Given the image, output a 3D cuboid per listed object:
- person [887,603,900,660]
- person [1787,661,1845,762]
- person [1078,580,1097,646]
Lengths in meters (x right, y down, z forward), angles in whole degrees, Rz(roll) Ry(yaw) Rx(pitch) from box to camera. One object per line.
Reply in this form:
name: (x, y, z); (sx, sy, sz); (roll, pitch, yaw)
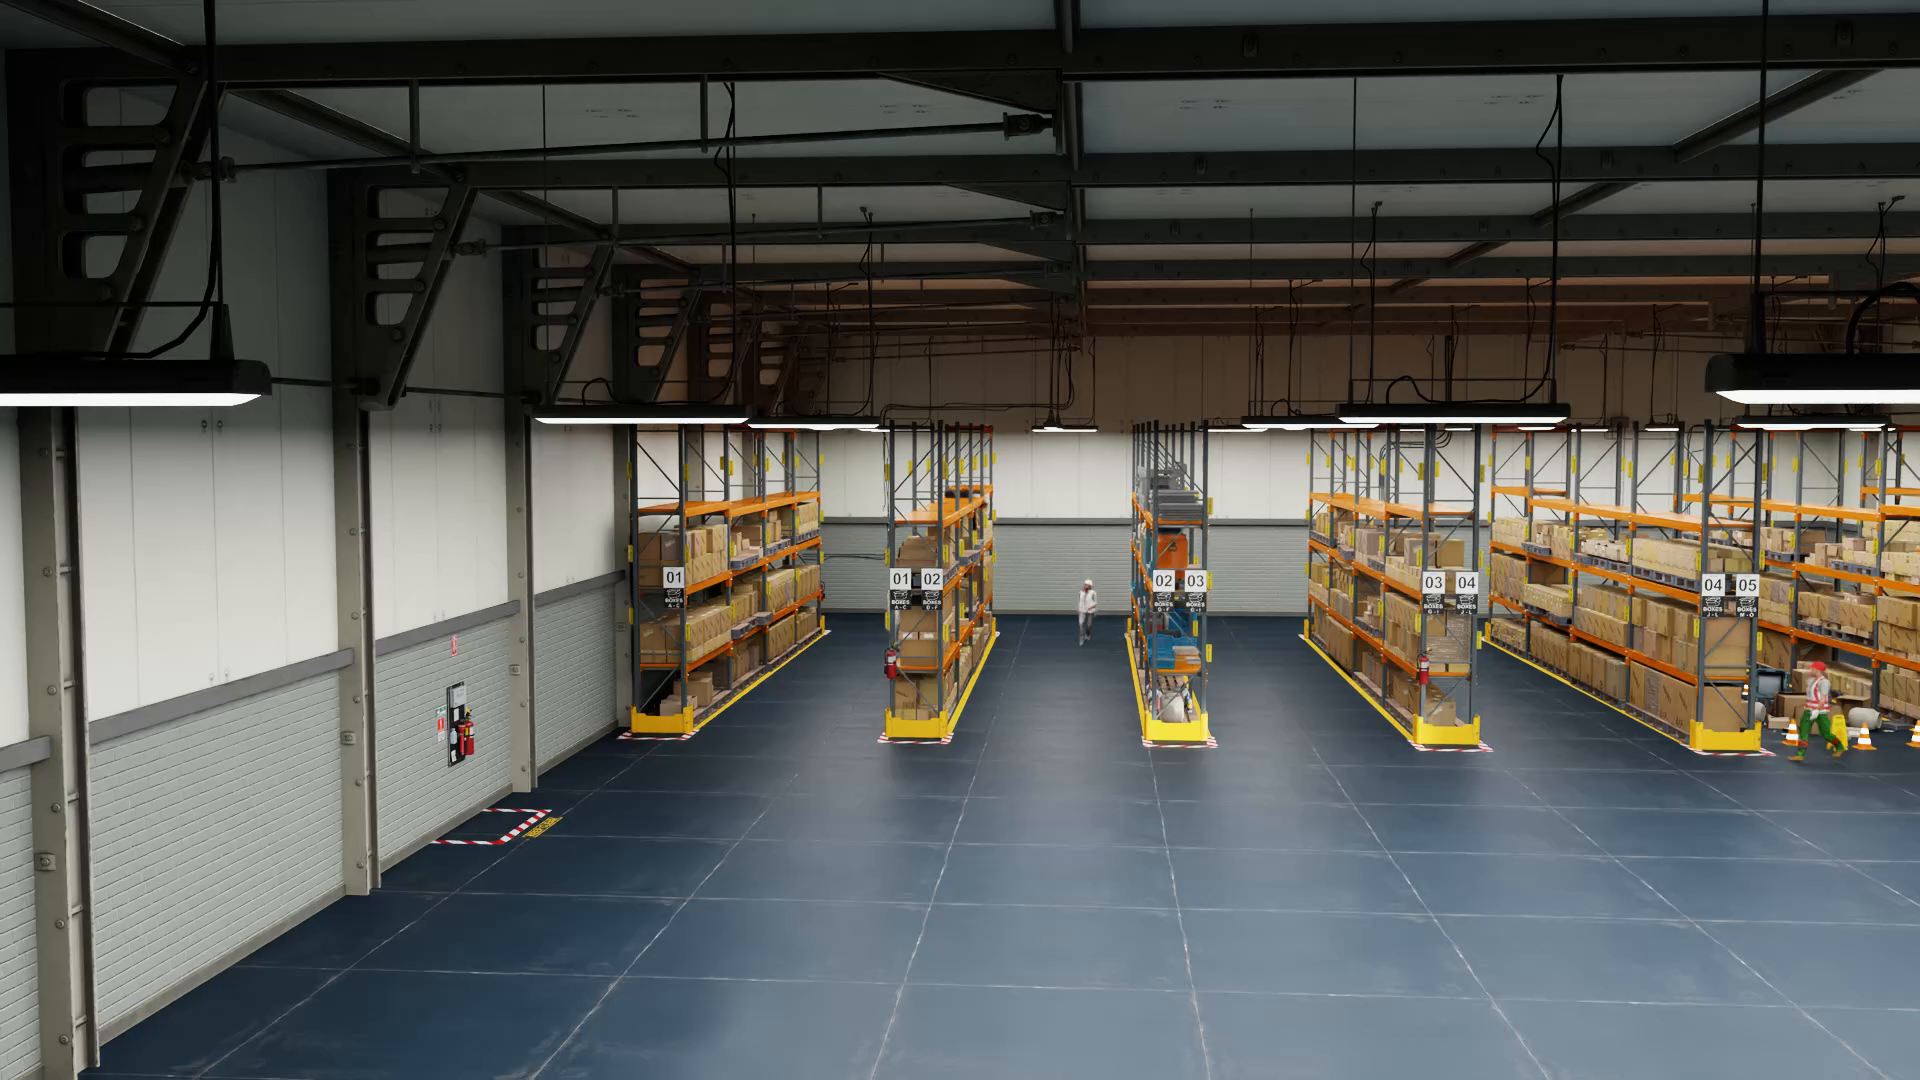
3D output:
person: (-1.602, 2.169, 41.481); (0.379, 1.814, 0.611); (1, 4, 20)
person: (15.015, 3.001, 29.082); (1.017, 1.765, 0.488); (-1, 4, -20)
person: (3.475, 1.953, 45.316); (0.549, 1.751, 0.992); (1, 4, 8)
